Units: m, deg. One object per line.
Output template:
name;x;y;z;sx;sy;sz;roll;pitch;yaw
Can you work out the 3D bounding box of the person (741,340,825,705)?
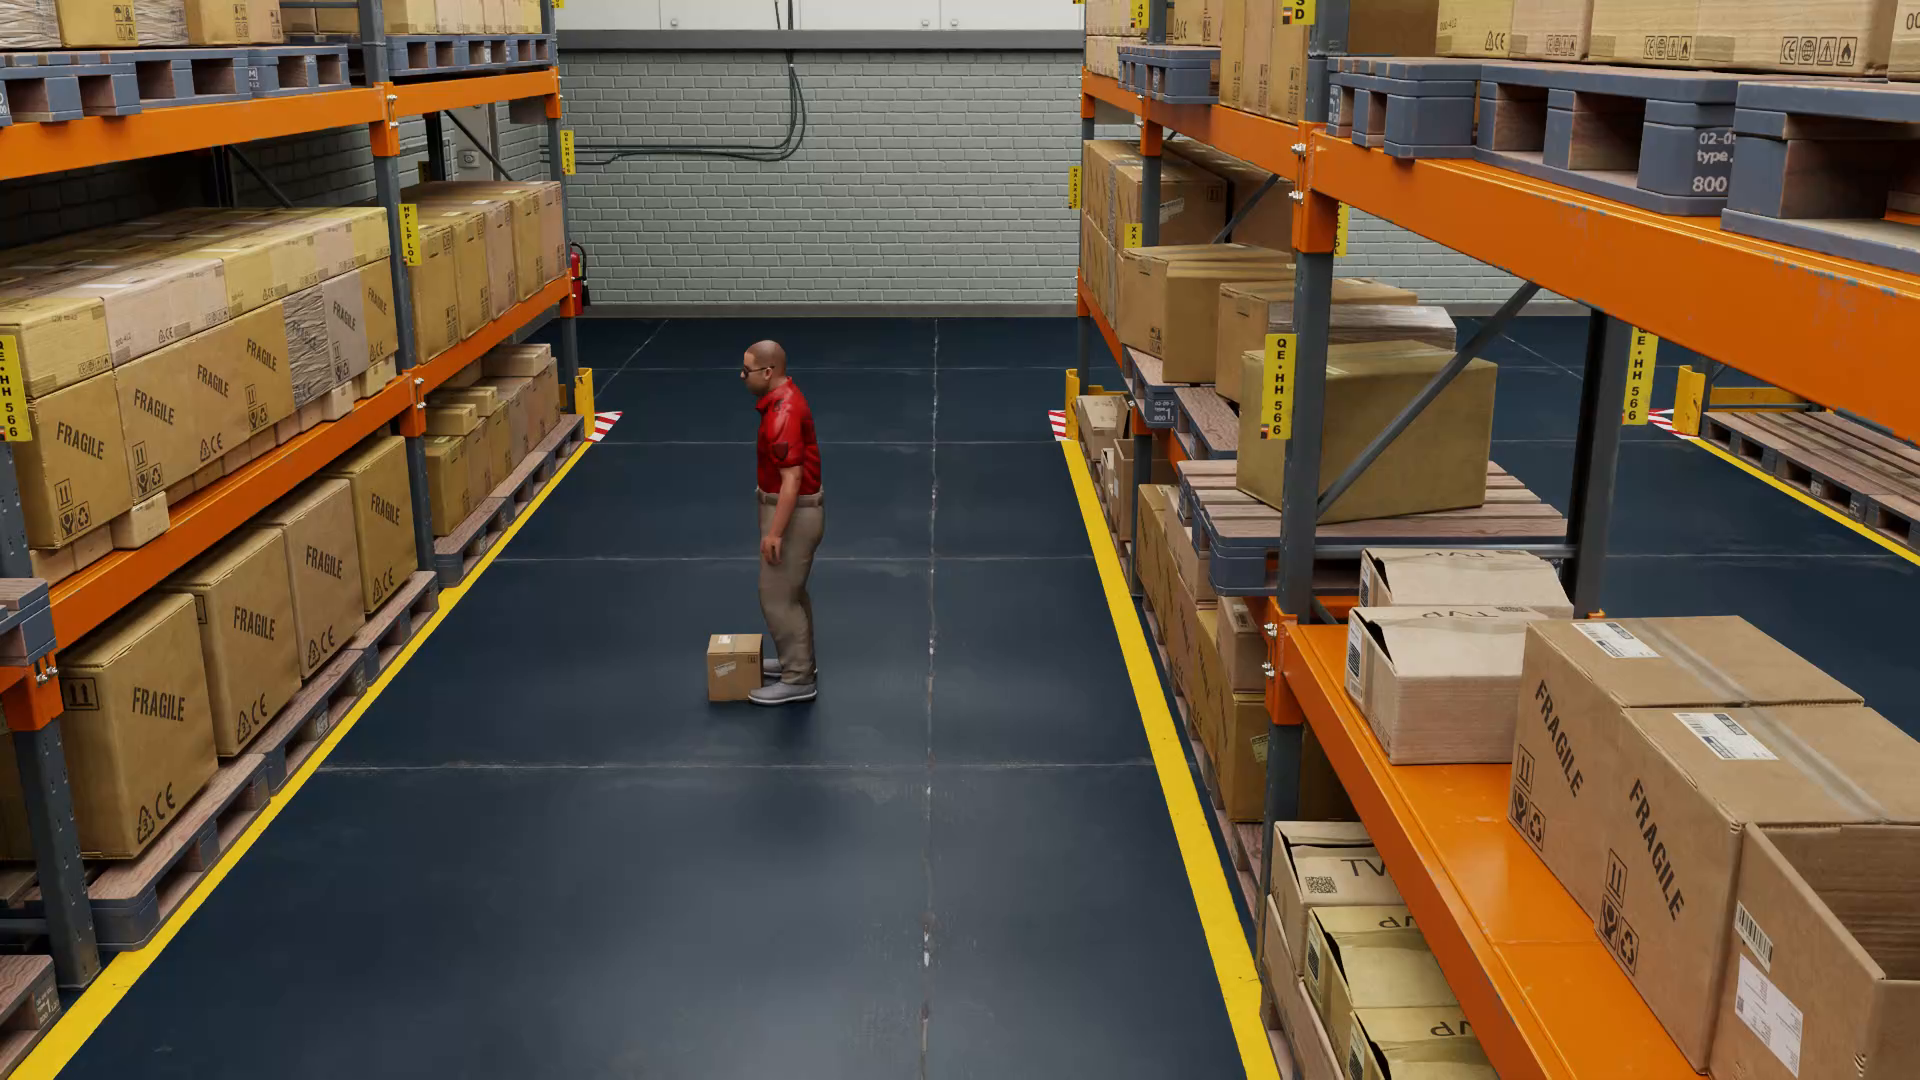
person;-0.834;-0.093;7.868;0.385;1.728;0.604;-1;17;-3
